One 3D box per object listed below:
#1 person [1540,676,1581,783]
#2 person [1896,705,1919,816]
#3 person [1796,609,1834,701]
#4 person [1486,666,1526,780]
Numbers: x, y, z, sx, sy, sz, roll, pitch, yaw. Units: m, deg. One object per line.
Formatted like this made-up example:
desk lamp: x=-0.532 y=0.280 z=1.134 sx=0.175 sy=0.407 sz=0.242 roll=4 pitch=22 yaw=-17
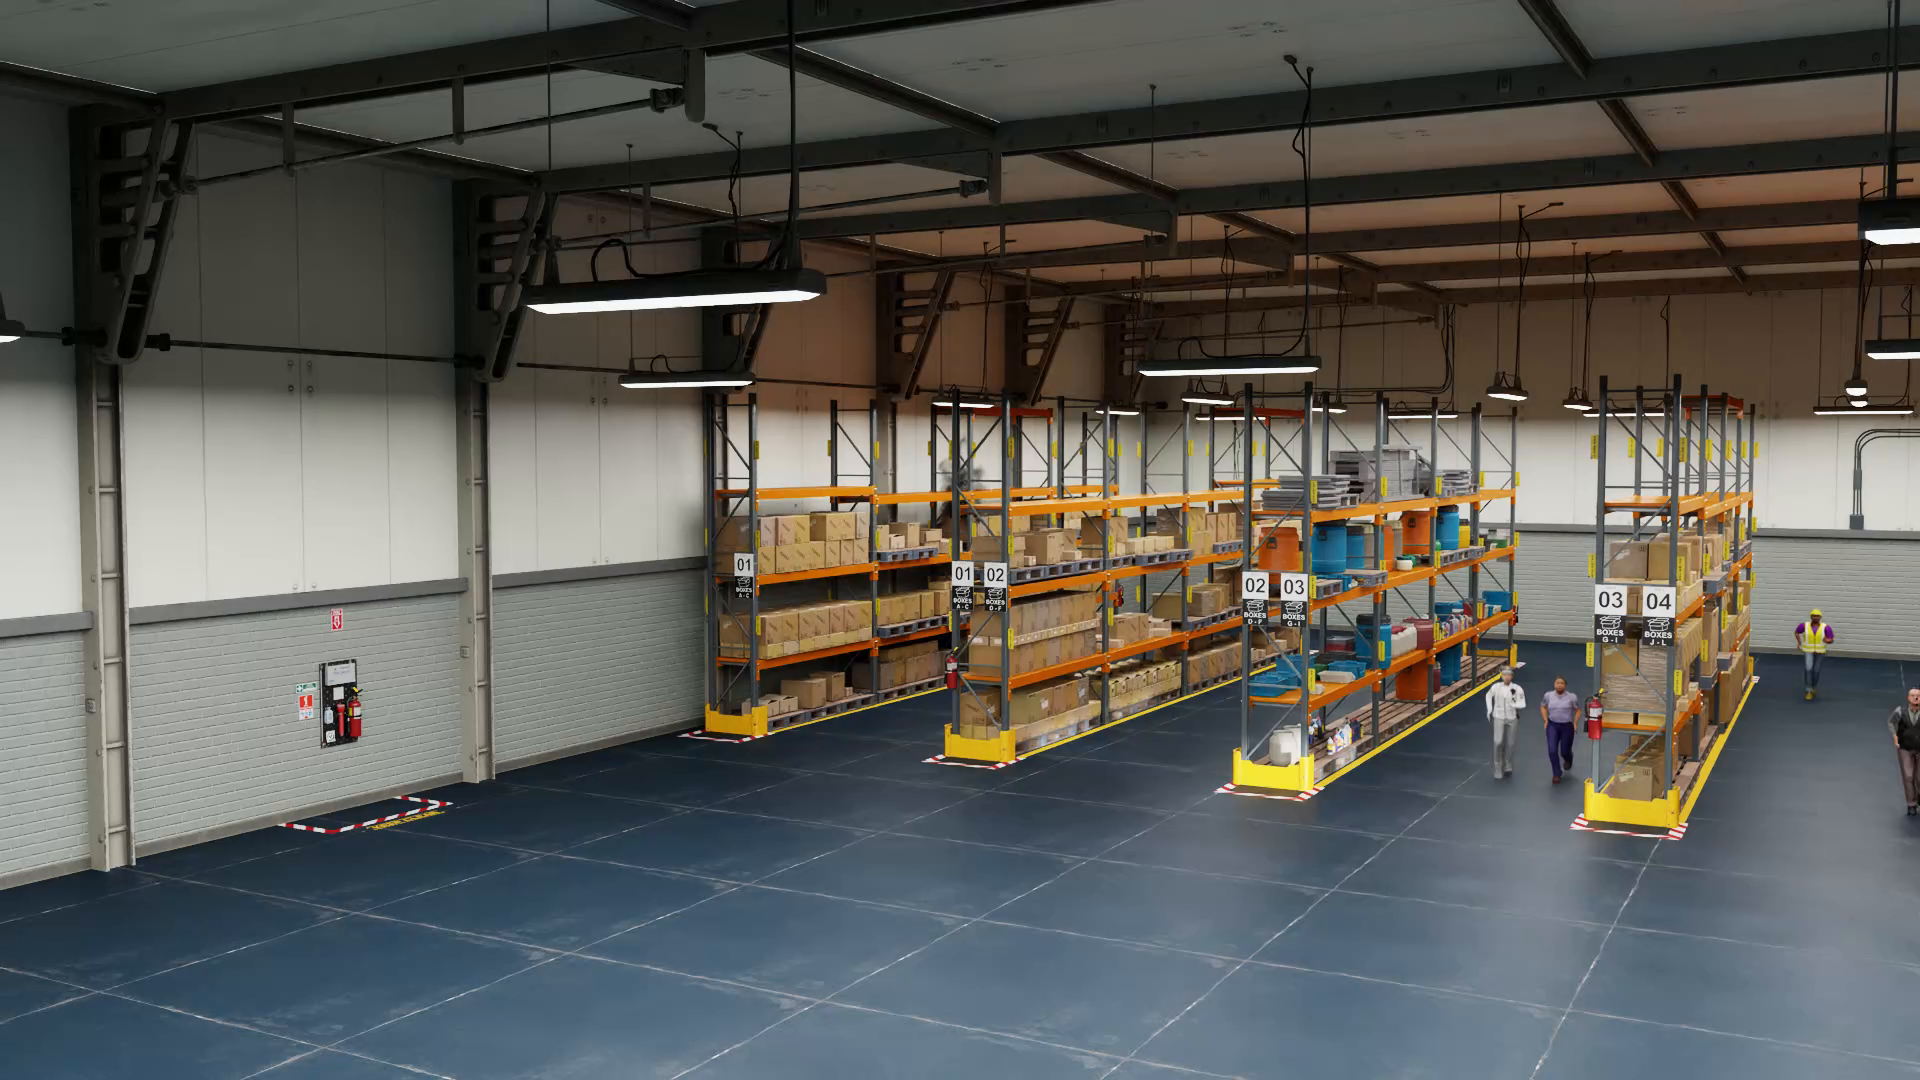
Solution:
person: x=12.932 y=3.024 z=22.005 sx=10.250 sy=1.606 sz=3.294 roll=1 pitch=3 yaw=25
person: x=13.149 y=3.017 z=22.928 sx=0.445 sy=1.480 sz=0.796 roll=2 pitch=4 yaw=30
person: x=17.257 y=2.304 z=33.573 sx=0.660 sy=1.827 sz=0.832 roll=1 pitch=3 yaw=21
person: x=4.252 y=1.727 z=31.479 sx=12.060 sy=3.212 sz=9.838 roll=1 pitch=3 yaw=18
